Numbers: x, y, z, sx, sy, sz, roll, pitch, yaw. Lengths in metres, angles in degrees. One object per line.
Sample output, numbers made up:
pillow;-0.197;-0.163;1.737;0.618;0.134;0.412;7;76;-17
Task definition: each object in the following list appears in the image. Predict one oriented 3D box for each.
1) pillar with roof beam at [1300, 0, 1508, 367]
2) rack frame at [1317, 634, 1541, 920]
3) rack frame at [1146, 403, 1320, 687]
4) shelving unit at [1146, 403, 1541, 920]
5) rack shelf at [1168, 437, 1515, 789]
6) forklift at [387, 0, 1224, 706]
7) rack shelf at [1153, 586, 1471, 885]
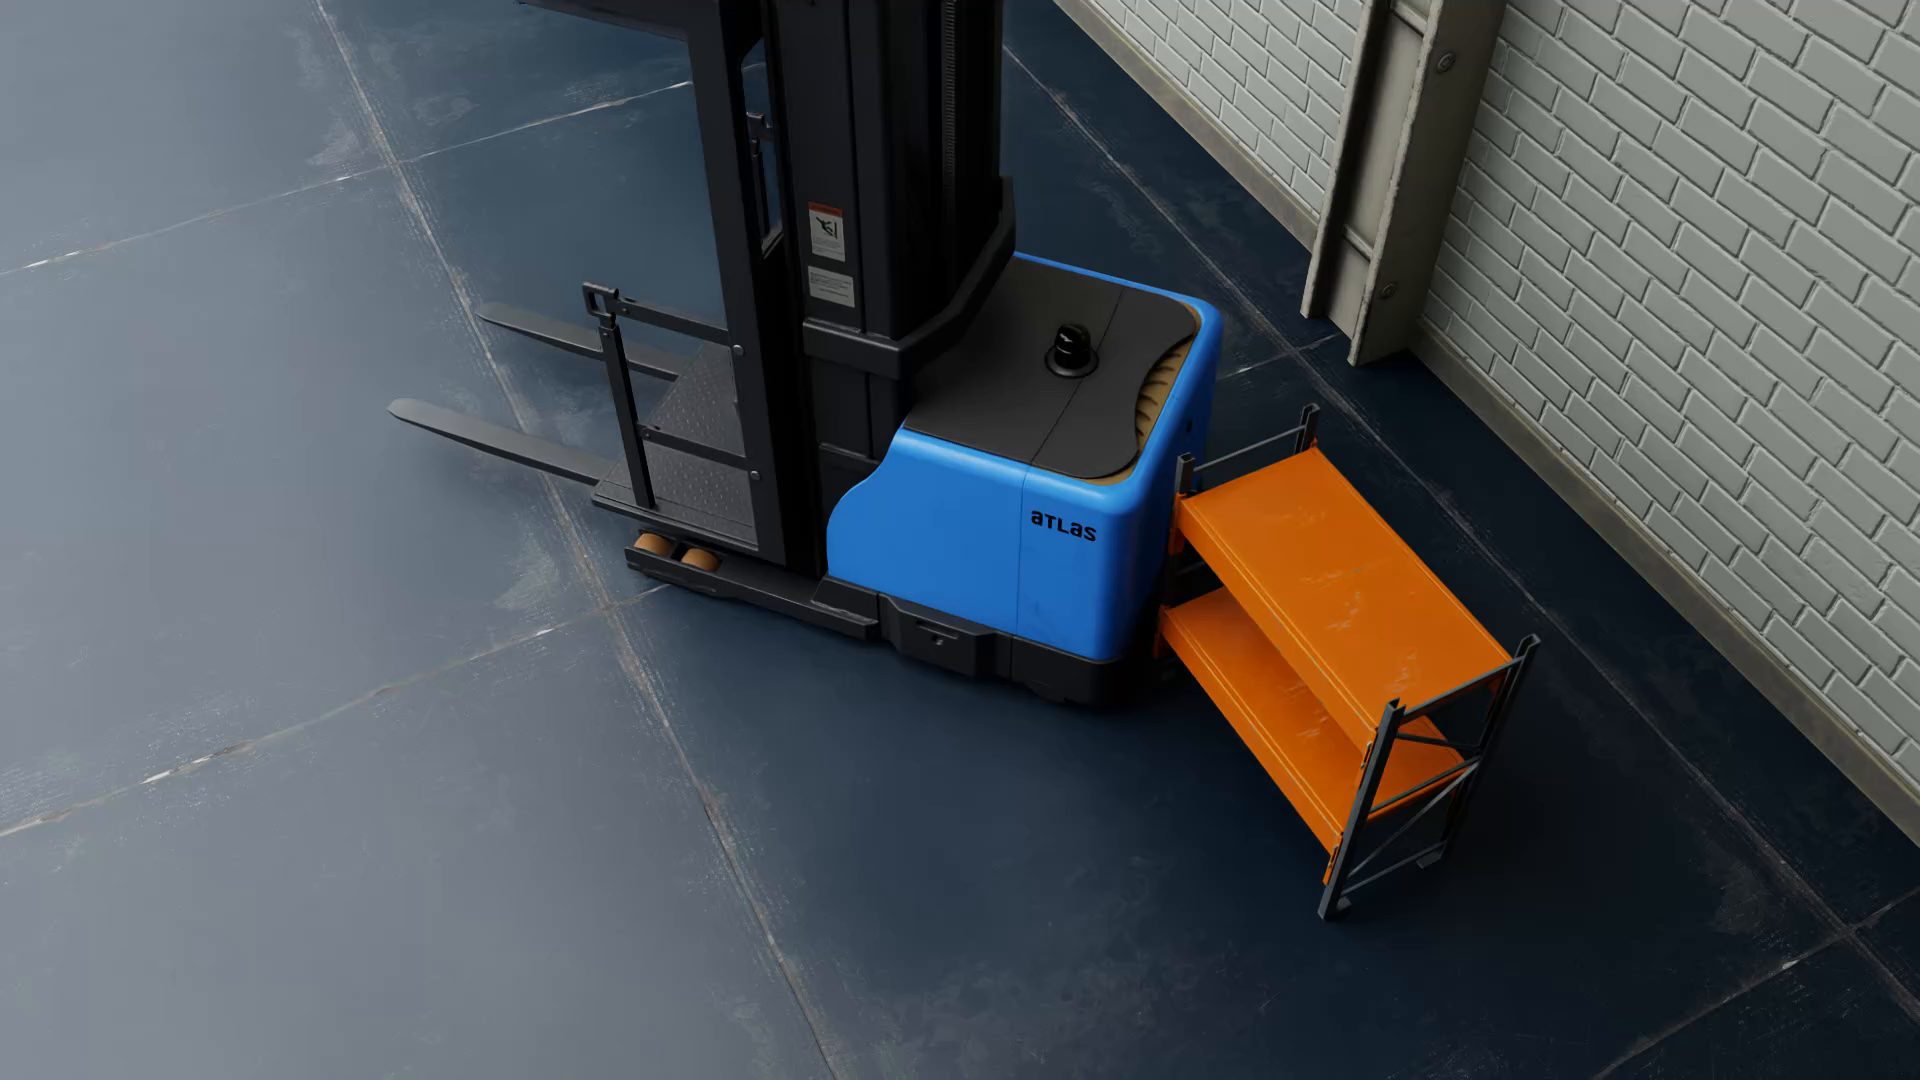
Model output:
pillar with roof beam;-2.151;-2.378;2.352;9.100;9.000;0.400;-21;52;-18
rack frame;1.351;0.722;4.871;0.500;1.125;0.032;-22;52;-18
rack frame;0.879;0.044;5.464;0.500;1.125;0.032;-22;52;-18
shelving unit;1.115;0.383;5.168;0.538;1.125;1.048;-22;52;-18
rack shelf;1.115;0.191;4.947;0.538;0.278;1.000;-22;52;-18
forklift;-0.679;-1.124;5.286;3.031;2.935;1.130;17;51;14
rack shelf;1.115;0.544;5.352;0.538;0.278;1.000;-22;52;-18
